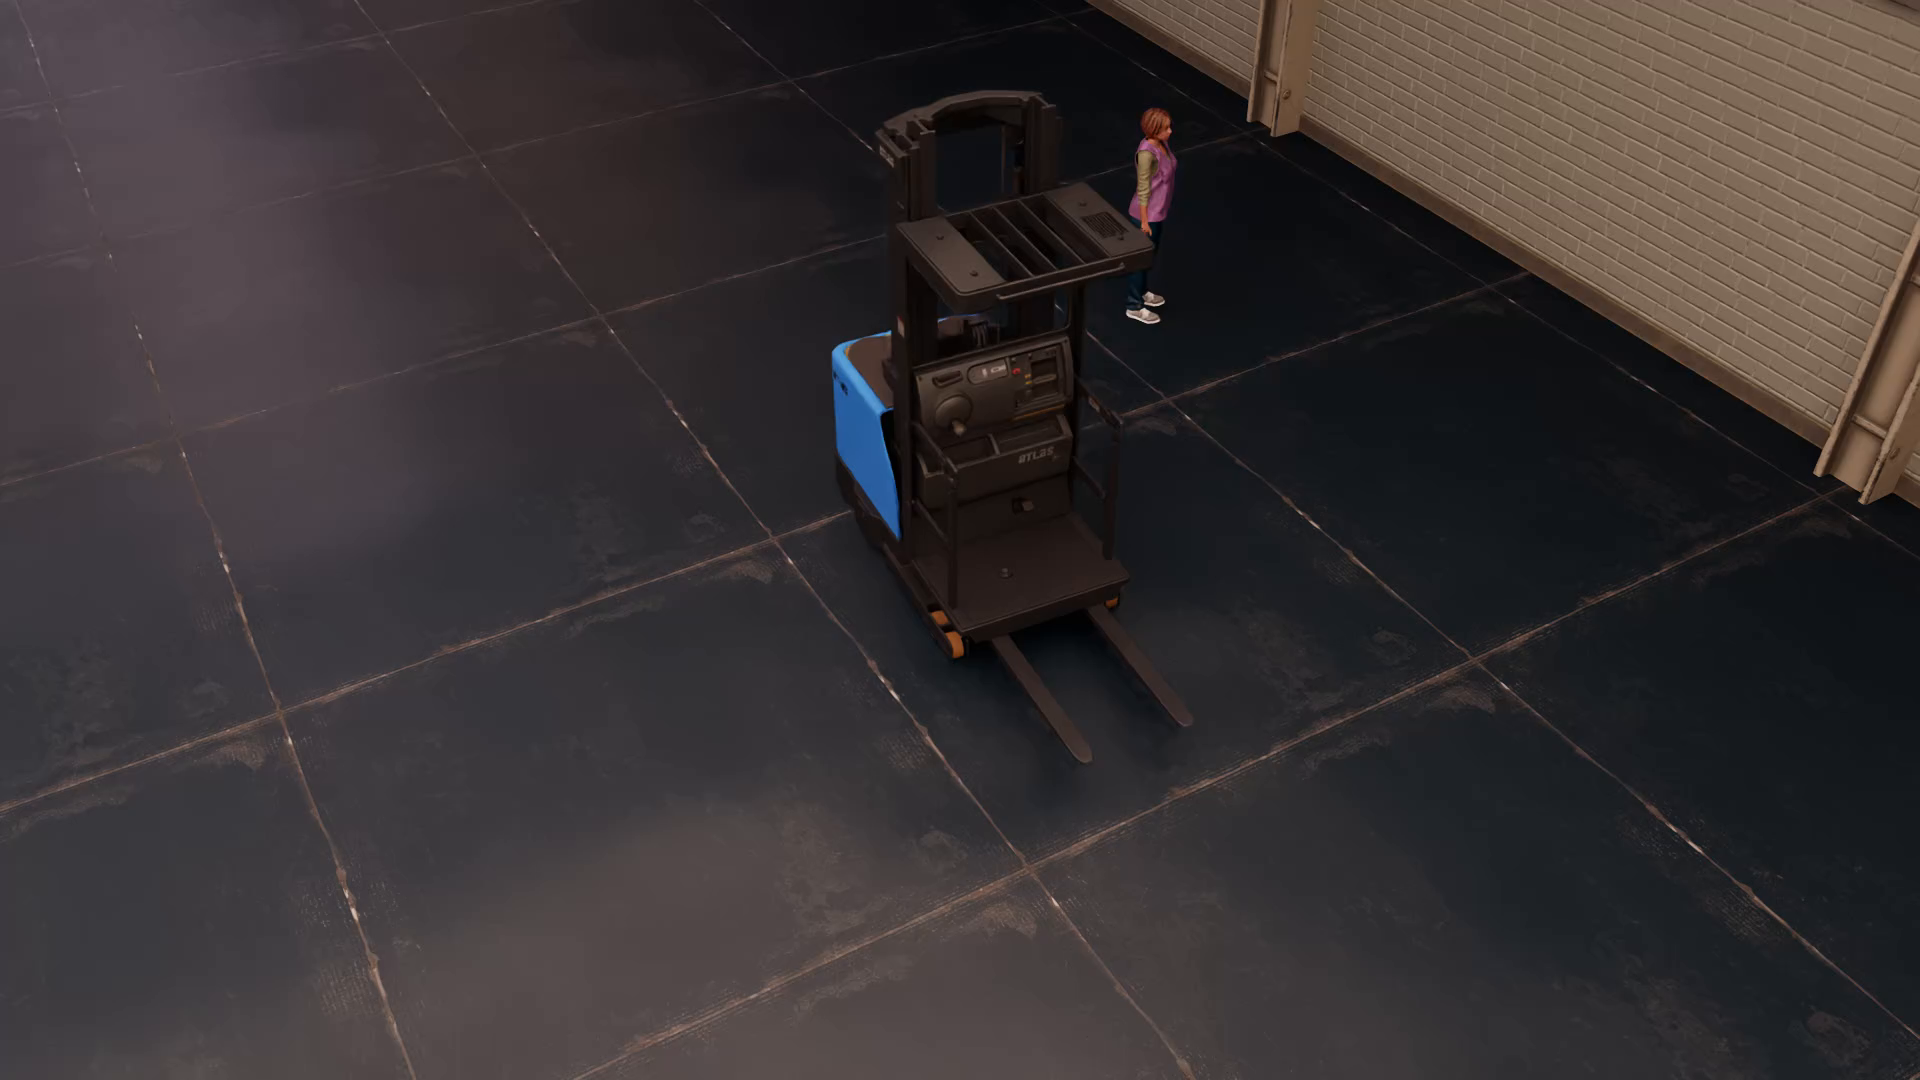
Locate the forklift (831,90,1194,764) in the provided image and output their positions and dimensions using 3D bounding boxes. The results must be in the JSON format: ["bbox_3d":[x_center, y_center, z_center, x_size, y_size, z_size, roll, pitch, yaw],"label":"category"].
[{"bbox_3d":[0.290,-0.766,8.960,1.130,2.935,3.031,-17,43,-19],"label":"forklift"}]

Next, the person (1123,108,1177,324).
[{"bbox_3d":[1.368,-2.337,11.897,0.319,1.603,0.422,11,41,13],"label":"person"}]
